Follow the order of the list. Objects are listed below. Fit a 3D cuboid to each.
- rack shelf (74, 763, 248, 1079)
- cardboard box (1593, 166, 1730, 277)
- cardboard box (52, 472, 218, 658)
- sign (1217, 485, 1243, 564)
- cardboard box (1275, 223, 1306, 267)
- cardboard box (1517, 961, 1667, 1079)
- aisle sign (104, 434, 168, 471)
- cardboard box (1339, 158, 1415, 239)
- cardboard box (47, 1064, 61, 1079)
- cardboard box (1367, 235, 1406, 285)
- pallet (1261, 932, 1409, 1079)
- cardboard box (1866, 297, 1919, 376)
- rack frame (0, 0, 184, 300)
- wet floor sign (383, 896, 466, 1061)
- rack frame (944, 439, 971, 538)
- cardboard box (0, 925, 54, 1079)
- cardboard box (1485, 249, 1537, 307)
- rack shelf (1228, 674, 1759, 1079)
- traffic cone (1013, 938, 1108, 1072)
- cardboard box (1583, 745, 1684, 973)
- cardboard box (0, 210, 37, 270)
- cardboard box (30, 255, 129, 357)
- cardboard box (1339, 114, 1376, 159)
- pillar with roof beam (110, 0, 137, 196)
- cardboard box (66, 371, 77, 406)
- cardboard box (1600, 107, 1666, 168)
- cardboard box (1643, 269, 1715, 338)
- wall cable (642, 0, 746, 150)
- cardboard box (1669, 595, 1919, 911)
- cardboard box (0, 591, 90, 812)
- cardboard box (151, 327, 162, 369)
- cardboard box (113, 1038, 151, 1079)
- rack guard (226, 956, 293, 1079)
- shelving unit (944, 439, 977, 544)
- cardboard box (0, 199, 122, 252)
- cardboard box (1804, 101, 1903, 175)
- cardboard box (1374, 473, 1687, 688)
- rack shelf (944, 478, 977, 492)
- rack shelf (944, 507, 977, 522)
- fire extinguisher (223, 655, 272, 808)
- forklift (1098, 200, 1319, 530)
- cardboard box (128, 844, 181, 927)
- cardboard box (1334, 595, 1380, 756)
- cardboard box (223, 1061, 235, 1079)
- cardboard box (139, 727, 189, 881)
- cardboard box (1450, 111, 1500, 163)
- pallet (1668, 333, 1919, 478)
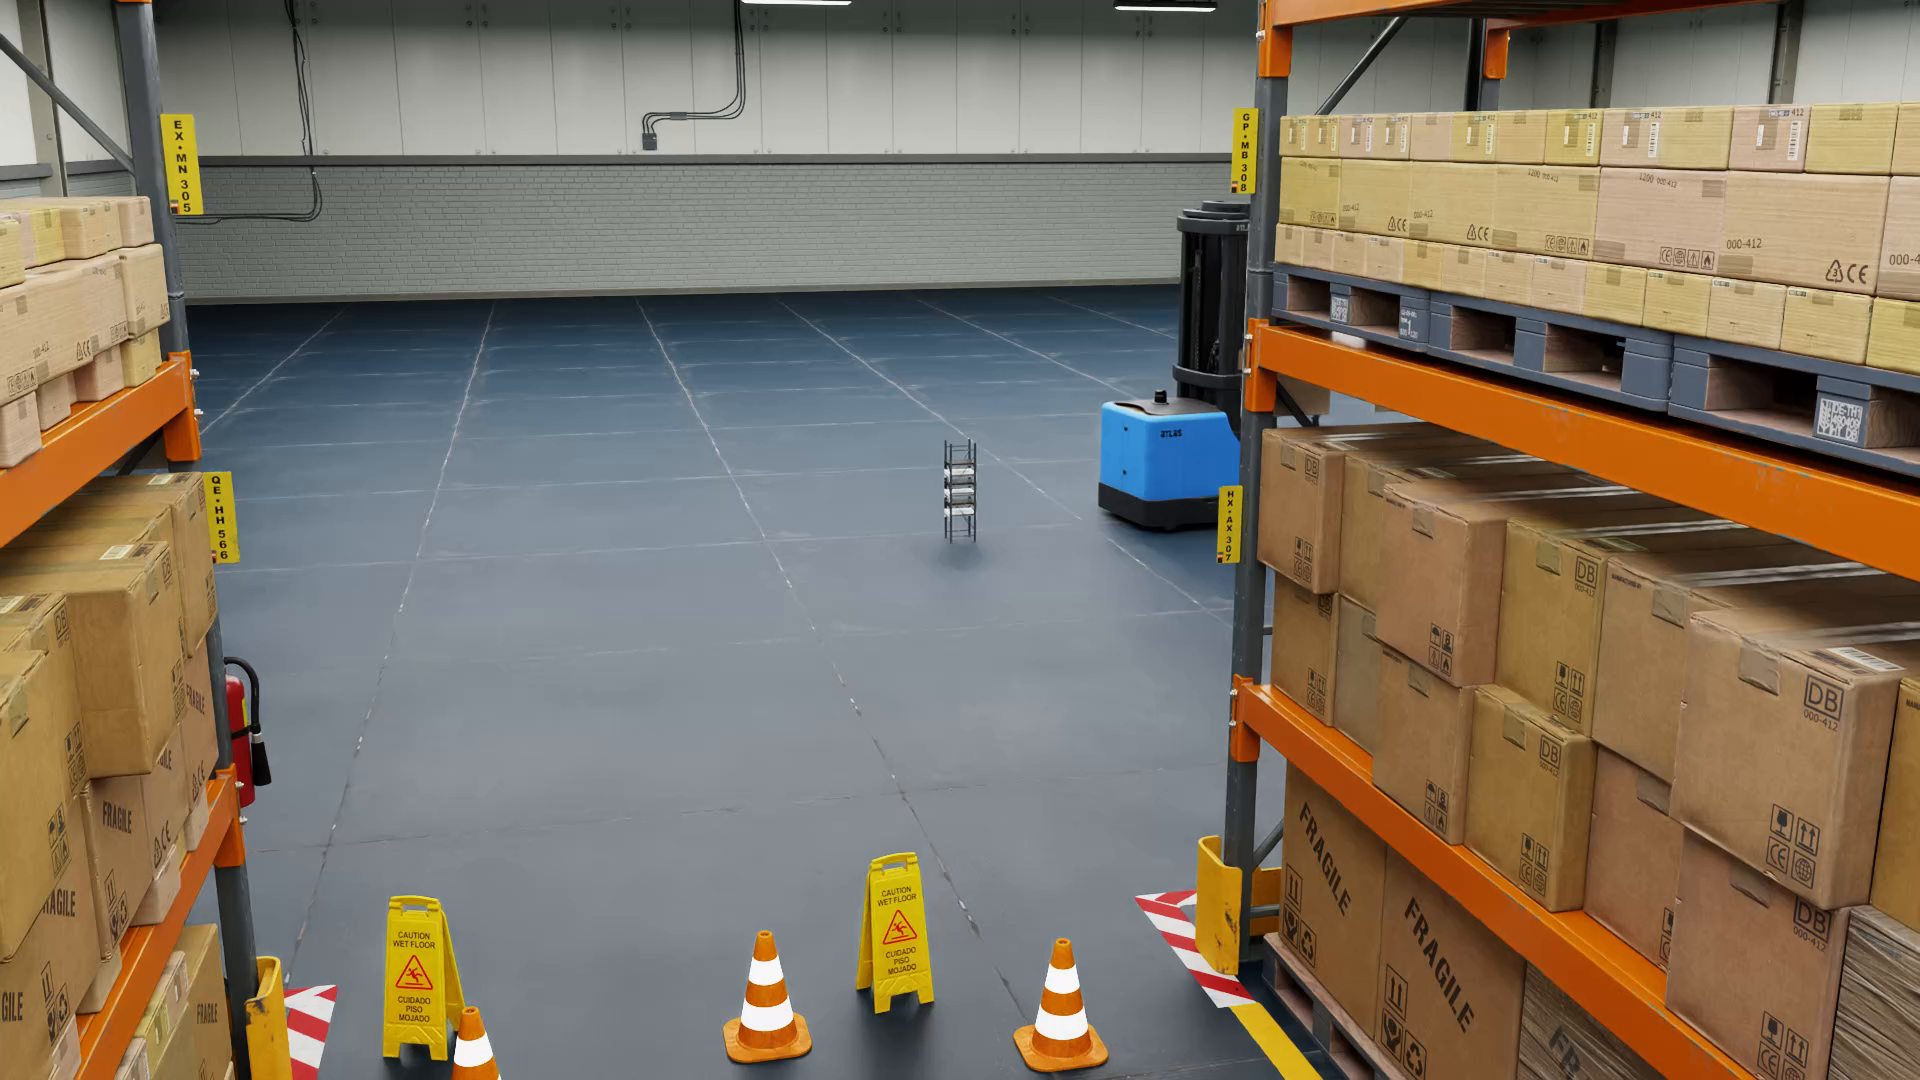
[{"bbox_3d":[-2.662,1.476,4.081,1.077,0.370,4.000,-3,14,-13],"label":"rack shelf"},{"bbox_3d":[1.996,-0.824,4.253,0.500,0.250,0.500,-3,14,-14],"label":"cardboard box"},{"bbox_3d":[-2.799,0.092,5.286,0.700,0.500,0.500,-4,14,-15],"label":"cardboard box"},{"bbox_3d":[1.115,-0.063,6.876,0.100,0.325,0.005,-3,14,-13],"label":"sign"},{"bbox_3d":[1.425,-1.125,6.324,0.380,0.149,0.250,-3,14,-13],"label":"cardboard box"},{"bbox_3d":[2.301,1.760,4.994,0.875,0.875,0.875,-3,14,-13],"label":"cardboard box"},{"bbox_3d":[-2.864,-0.628,5.700,0.394,0.787,0.004,-3,14,-13],"label":"aisle sign"},{"bbox_3d":[1.641,-1.173,5.680,0.500,0.250,0.500,-3,14,-14],"label":"cardboard box"},{"bbox_3d":[-2.246,1.324,3.717,0.380,0.149,0.250,-3,14,-13],"label":"cardboard box"},{"bbox_3d":[1.604,-0.950,5.608,0.380,0.149,0.250,-3,14,-13],"label":"cardboard box"},{"bbox_3d":[1.920,1.901,6.702,1.003,0.211,1.213,-3,14,-13],"label":"pallet"},{"bbox_3d":[2.140,-0.423,3.453,0.380,0.149,0.250,-3,14,-12],"label":"cardboard box"},{"bbox_3d":[-3.132,-2.249,5.172,1.000,3.000,0.127,-3,14,-13],"label":"rack frame"},{"bbox_3d":[-2.136,1.705,6.587,0.267,0.644,0.232,2,14,6],"label":"wet floor sign"},{"bbox_3d":[-0.022,-0.459,14.909,0.240,0.900,0.006,-3,14,-13],"label":"rack frame"},{"bbox_3d":[-2.270,1.047,3.485,0.500,0.500,0.500,-3,14,-14],"label":"cardboard box"},{"bbox_3d":[1.782,-0.775,4.892,0.380,0.149,0.250,-3,14,-13],"label":"cardboard box"},{"bbox_3d":[2.126,1.177,5.306,1.077,0.370,4.000,-3,14,-13],"label":"rack shelf"},{"bbox_3d":[0.401,1.800,6.584,0.336,0.463,0.334,-3,14,-13],"label":"traffic cone"},{"bbox_3d":[2.334,0.875,4.710,0.875,0.550,0.550,-3,14,-13],"label":"cardboard box"},{"bbox_3d":[-2.604,-0.758,4.238,0.380,0.149,0.250,-3,14,-13],"label":"cardboard box"},{"bbox_3d":[-2.646,-0.644,4.610,0.500,0.250,0.500,-3,14,-14],"label":"cardboard box"},{"bbox_3d":[1.544,-1.397,5.760,0.380,0.149,0.250,-3,14,-14],"label":"cardboard box"},{"bbox_3d":[-11.529,-8.921,32.483,9.100,9.000,0.548,-3,14,-13],"label":"pillar with roof beam"},{"bbox_3d":[-2.662,-0.422,4.544,0.380,0.149,0.250,-3,14,-13],"label":"cardboard box"},{"bbox_3d":[1.904,-1.044,4.314,0.380,0.149,0.250,-3,14,-14],"label":"cardboard box"},{"bbox_3d":[1.961,-0.599,4.174,0.380,0.149,0.250,-3,14,-12],"label":"cardboard box"},{"bbox_3d":[-5.889,-11.612,36.331,2.305,6.003,0.169,-3,14,-13],"label":"wall cable"},{"bbox_3d":[2.300,0.484,4.035,0.875,0.550,0.550,-3,14,-13],"label":"cardboard box"},{"bbox_3d":[-2.486,0.444,3.845,0.700,0.500,0.500,-3,14,-14],"label":"cardboard box"},{"bbox_3d":[-2.776,-0.603,5.285,0.380,0.149,0.250,-3,14,-13],"label":"cardboard box"},{"bbox_3d":[-2.422,1.488,4.479,0.380,0.149,0.250,-3,14,-11],"label":"cardboard box"},{"bbox_3d":[-3.114,1.897,6.109,1.175,0.500,0.348,-3,14,-13],"label":"rack guard"},{"bbox_3d":[0.002,-0.435,14.813,0.258,0.900,0.210,-3,14,-13],"label":"shelving unit"},{"bbox_3d":[-2.742,-0.934,4.959,0.380,0.149,0.250,-3,14,-12],"label":"cardboard box"},{"bbox_3d":[2.082,-0.869,3.598,0.380,0.149,0.250,-3,14,-13],"label":"cardboard box"},{"bbox_3d":[1.924,0.115,5.545,0.875,0.550,0.550,-3,14,-13],"label":"cardboard box"},{"bbox_3d":[0.002,-0.490,14.799,0.258,0.077,0.200,-3,14,-13],"label":"rack shelf"},{"bbox_3d":[0.002,-0.228,14.863,0.258,0.077,0.200,-3,14,-13],"label":"rack shelf"},{"bbox_3d":[-2.711,0.651,6.106,0.296,0.674,0.183,-3,14,-13],"label":"fire extinguisher"},{"bbox_3d":[2.892,-1.718,15.785,3.031,2.935,1.130,-6,15,-22],"label":"forklift"},{"bbox_3d":[-2.539,1.032,4.912,0.380,0.149,0.250,-3,14,-12],"label":"cardboard box"},{"bbox_3d":[1.938,0.502,6.236,0.875,0.550,0.550,-3,14,-13],"label":"cardboard box"},{"bbox_3d":[-2.675,1.974,5.436,0.500,0.250,0.500,-3,14,-13],"label":"cardboard box"},{"bbox_3d":[-2.623,0.698,4.913,0.500,0.500,0.500,-3,14,-13],"label":"cardboard box"},{"bbox_3d":[1.723,-1.221,5.038,0.380,0.149,0.250,-3,14,-14],"label":"cardboard box"},{"bbox_3d":[2.414,-0.315,3.761,1.003,0.211,1.213,-3,14,-13],"label":"pallet"}]
